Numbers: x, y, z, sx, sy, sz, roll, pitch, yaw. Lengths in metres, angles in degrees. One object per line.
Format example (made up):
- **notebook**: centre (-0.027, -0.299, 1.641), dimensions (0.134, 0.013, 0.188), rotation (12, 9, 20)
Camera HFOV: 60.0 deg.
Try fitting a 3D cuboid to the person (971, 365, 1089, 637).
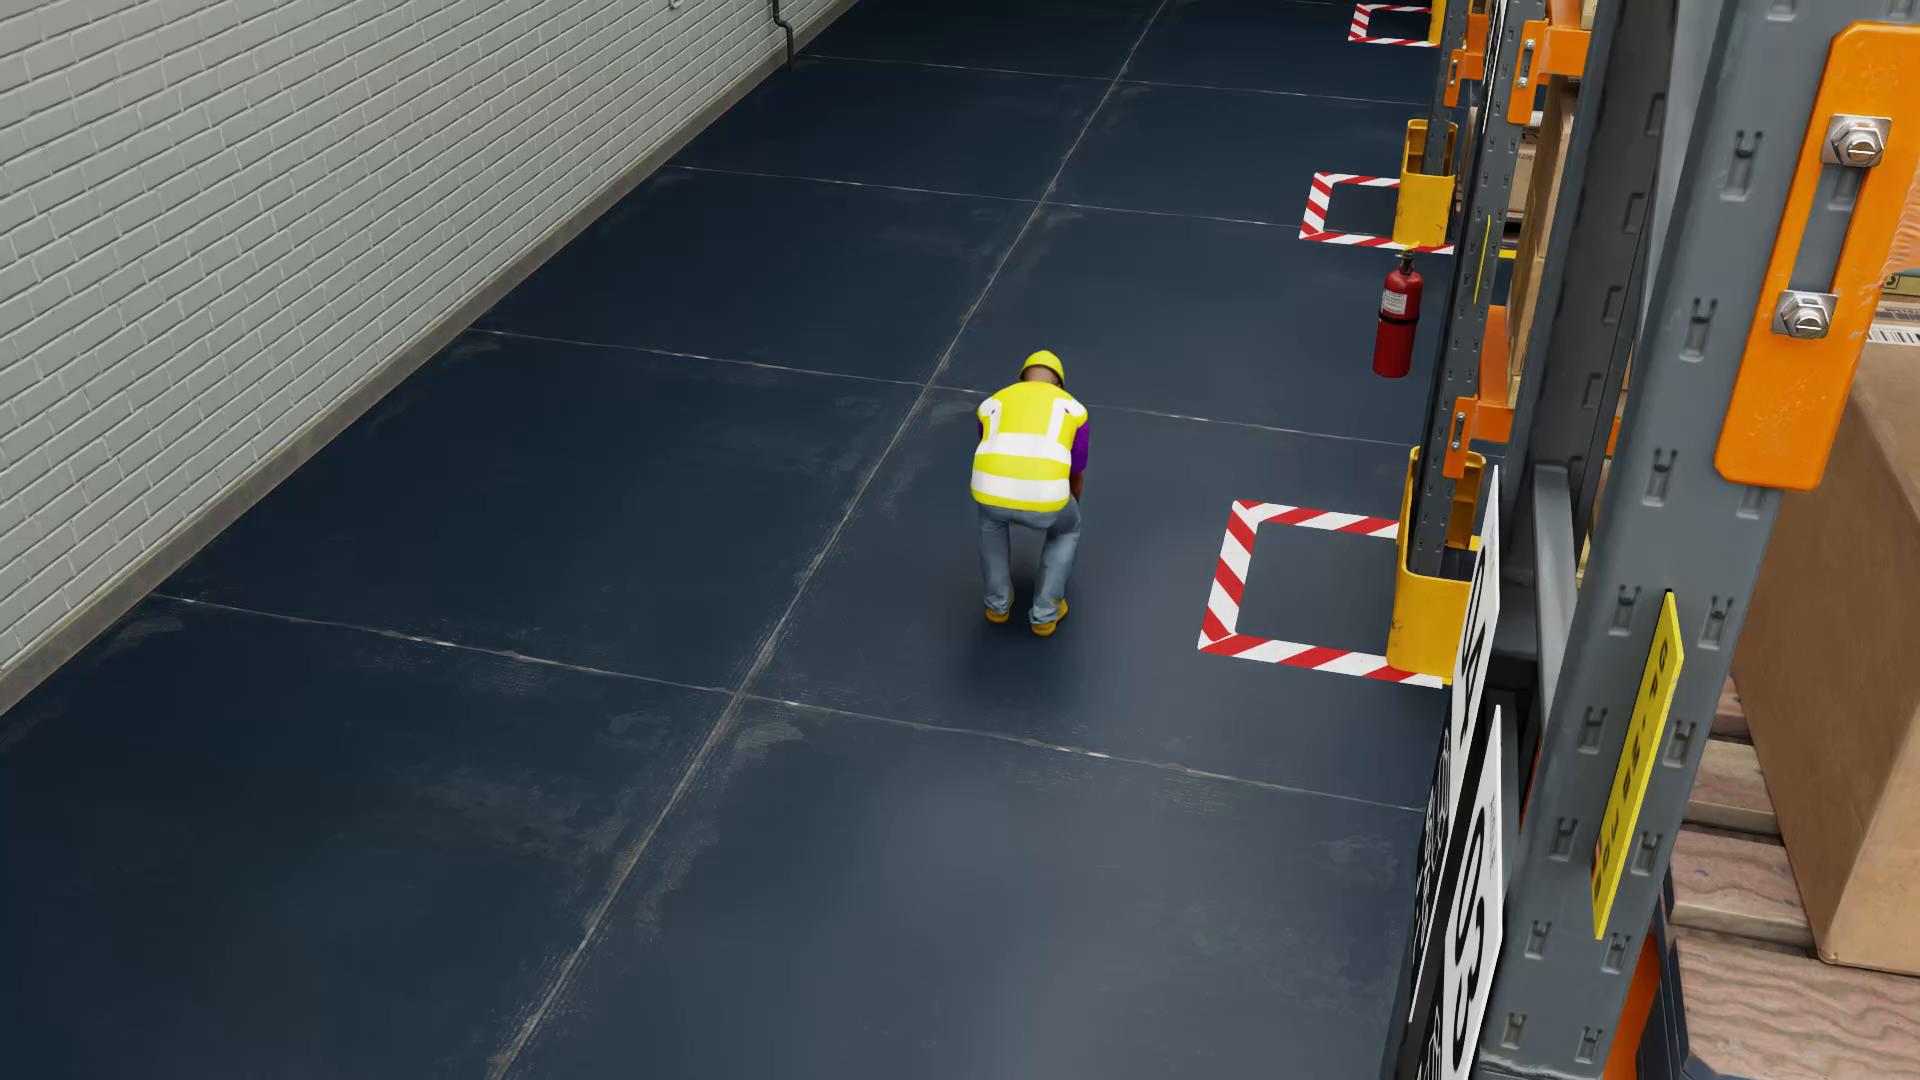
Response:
- **person**: centre (0.307, -0.184, 7.560), dimensions (0.515, 1.056, 0.925), rotation (7, 33, 10)
